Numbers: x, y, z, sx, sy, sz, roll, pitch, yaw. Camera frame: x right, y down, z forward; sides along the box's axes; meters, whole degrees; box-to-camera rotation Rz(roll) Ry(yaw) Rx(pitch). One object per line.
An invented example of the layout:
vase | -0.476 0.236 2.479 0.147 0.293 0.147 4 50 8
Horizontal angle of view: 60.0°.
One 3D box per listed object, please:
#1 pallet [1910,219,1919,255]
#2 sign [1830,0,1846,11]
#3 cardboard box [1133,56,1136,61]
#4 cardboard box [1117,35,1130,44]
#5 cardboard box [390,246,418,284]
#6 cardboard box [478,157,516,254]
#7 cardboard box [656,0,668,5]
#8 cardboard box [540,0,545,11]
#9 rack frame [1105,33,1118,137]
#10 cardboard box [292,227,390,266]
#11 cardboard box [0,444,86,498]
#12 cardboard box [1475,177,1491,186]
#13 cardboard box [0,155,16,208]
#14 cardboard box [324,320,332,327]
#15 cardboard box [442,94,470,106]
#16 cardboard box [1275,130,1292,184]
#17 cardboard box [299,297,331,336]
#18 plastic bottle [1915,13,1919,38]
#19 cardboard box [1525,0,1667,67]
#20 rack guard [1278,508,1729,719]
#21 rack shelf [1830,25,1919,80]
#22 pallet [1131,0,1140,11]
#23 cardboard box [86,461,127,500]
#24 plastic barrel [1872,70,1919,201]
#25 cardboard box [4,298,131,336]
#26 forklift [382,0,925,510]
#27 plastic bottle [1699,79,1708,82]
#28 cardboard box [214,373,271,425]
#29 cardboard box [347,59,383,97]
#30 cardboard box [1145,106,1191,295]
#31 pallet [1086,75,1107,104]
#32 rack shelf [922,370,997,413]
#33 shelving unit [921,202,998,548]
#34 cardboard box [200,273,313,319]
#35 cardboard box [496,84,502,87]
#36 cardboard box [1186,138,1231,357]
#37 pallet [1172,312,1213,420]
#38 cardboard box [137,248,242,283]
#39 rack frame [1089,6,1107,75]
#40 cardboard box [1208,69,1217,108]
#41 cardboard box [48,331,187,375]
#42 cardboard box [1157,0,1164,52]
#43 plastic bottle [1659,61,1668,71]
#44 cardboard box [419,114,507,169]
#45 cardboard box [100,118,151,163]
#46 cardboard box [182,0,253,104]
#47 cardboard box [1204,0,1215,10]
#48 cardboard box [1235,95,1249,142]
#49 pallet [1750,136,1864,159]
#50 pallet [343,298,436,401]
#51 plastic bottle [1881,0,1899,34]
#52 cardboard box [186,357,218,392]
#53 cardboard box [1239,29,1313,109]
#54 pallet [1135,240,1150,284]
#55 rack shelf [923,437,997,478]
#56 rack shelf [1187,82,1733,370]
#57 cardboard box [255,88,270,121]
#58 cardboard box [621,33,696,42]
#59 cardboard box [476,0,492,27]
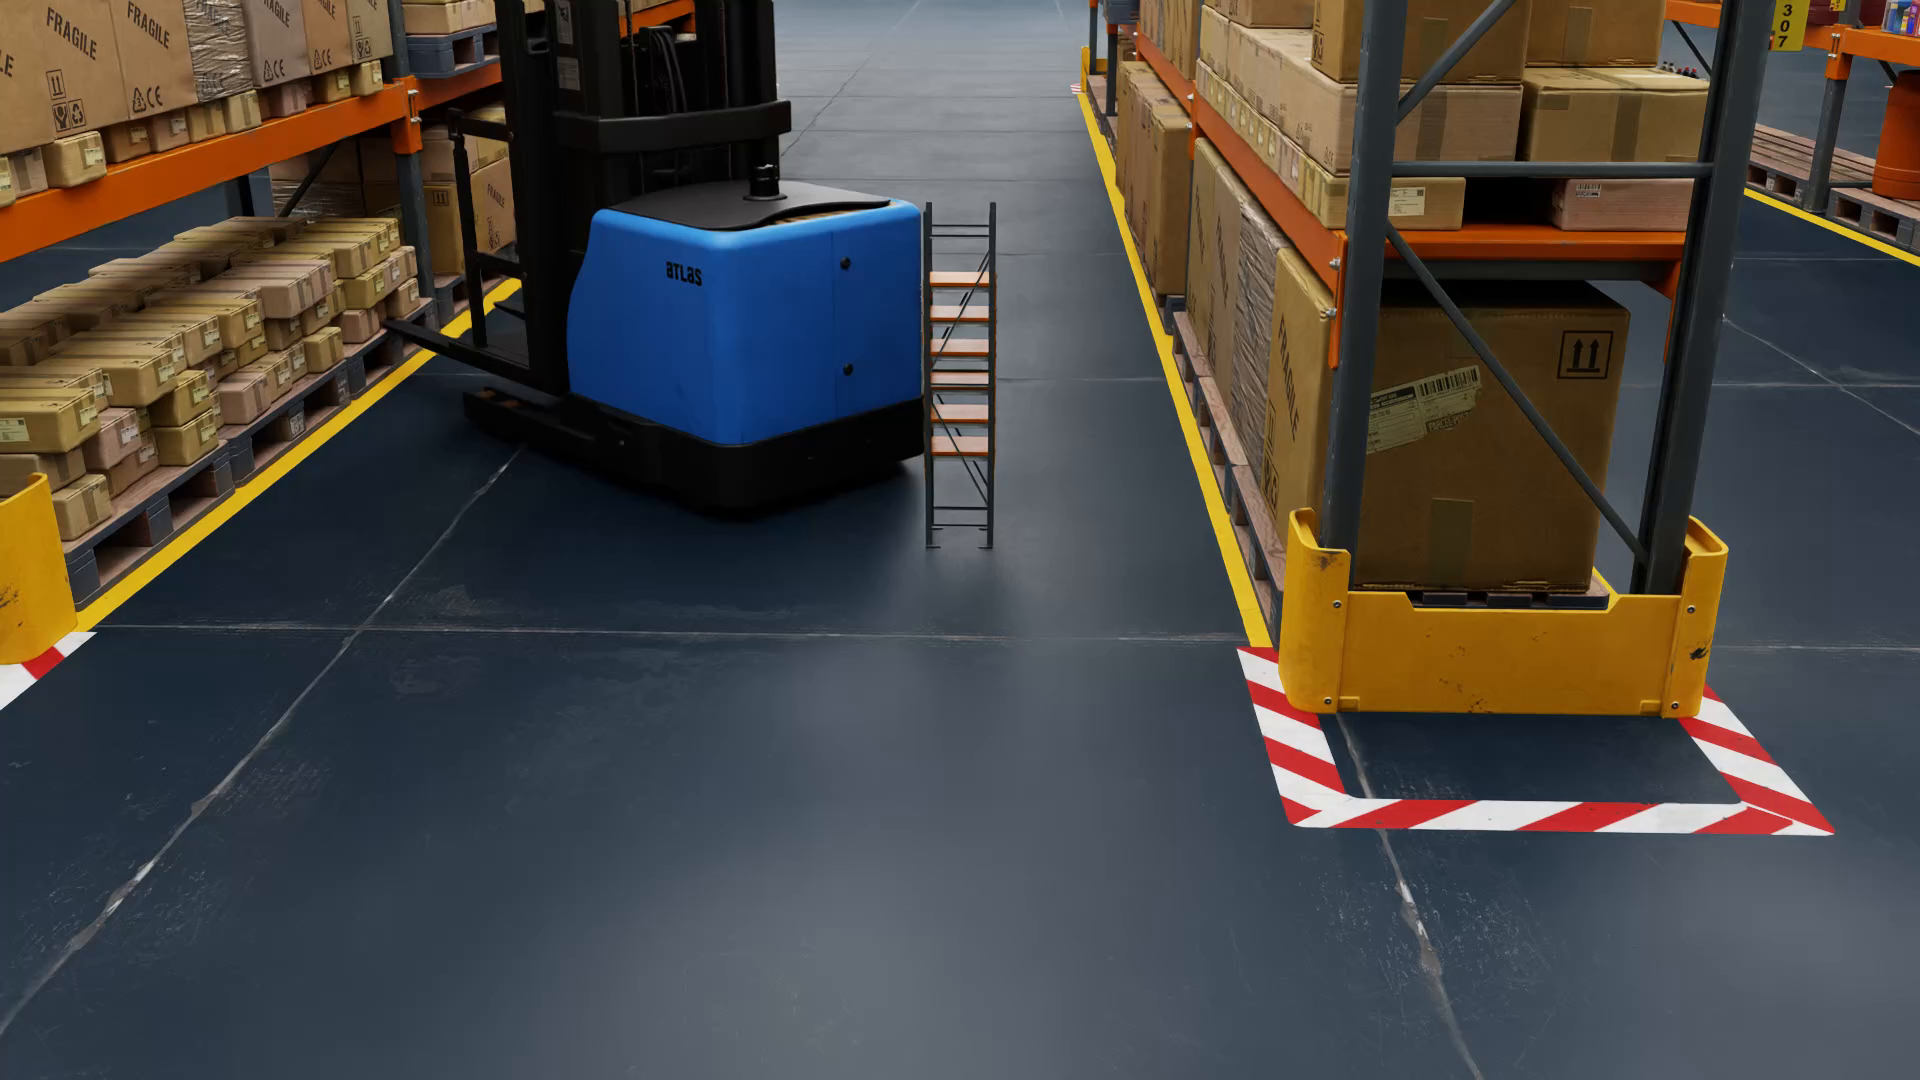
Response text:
pallet | 6.713 -1.781 10.326 1.003 0.211 1.213 1 21 2
sign | 6.185 -3.886 11.671 0.100 0.325 0.005 1 21 2
cardboard box | 1.958 -4.481 16.307 0.500 0.500 0.500 0 21 0
cardboard box | 2.008 -5.341 18.524 0.500 0.500 0.500 6 22 16
cardboard box | -2.983 -1.393 8.423 0.380 0.149 0.250 1 21 3
cardboard box | -2.990 -1.991 9.890 0.500 0.500 0.500 2 21 4
cardboard box | -2.828 -4.888 14.340 0.500 0.500 0.500 1 21 2
cardboard box | -2.770 -3.383 10.368 0.380 0.149 0.250 1 21 3
rack frame | 1.906 -5.307 15.559 1.000 3.000 0.127 1 21 2
cardboard box | -3.010 -1.425 8.093 0.380 0.149 0.250 1 21 2
cardboard box | -3.141 -0.251 5.479 0.380 0.149 0.250 2 21 4
cardboard box | 1.903 -1.255 5.465 0.380 0.149 0.250 0 21 1
cardboard box | -3.076 -1.056 4.950 0.380 0.149 0.250 0 21 1
cardboard box | -3.127 -0.943 7.674 0.380 0.149 0.250 0 21 0
cardboard box | -3.476 -2.723 10.738 0.500 0.250 0.500 1 21 2
cardboard box | 1.247 -1.259 5.474 0.380 0.149 0.250 1 21 3
cardboard box | -3.064 -1.016 7.451 0.380 0.149 0.250 1 21 3
plastic bottle | 6.385 -3.428 10.889 0.152 0.276 0.135 1 21 2
cardboard box | 1.841 -1.738 5.120 0.500 0.500 0.500 0 21 0
rack guard | 1.541 0.206 4.807 1.175 0.500 0.348 1 21 2
rack shelf | 6.674 -2.748 9.958 1.077 0.370 4.000 1 21 2
pallet | 1.804 -4.487 13.712 1.003 0.211 1.213 1 21 2
cardboard box | -3.151 -0.207 5.777 0.380 0.149 0.250 1 21 1
plastic barrel | 6.737 -2.813 11.552 0.600 0.830 0.708 1 21 2
cardboard box | -3.562 -0.867 6.656 0.380 0.149 0.250 0 21 0
forklift | -1.530 -1.921 6.929 1.130 2.935 3.031 -20 29 -41
plastic bottle | 7.287 -4.415 16.419 0.152 0.276 0.135 1 21 4
cardboard box | -3.026 -0.571 6.714 0.380 0.149 0.250 0 21 -1
cardboard box | -2.965 -2.188 7.869 0.380 0.149 0.250 0 21 0
cardboard box | 1.662 -1.851 9.010 1.225 0.875 0.875 1 21 2
pallet | 1.966 -5.132 18.964 1.003 0.211 1.213 1 21 2
rack shelf | 0.000 -0.523 5.841 0.258 0.103 0.180 1 21 2
shelving unit | 0.000 -0.565 5.825 0.258 1.200 0.189 1 21 2
cardboard box | -3.008 -1.046 7.115 0.380 0.149 0.250 0 21 0
cardboard box | -2.929 -3.082 11.663 0.500 0.250 0.500 0 21 0
cardboard box | 1.563 -1.382 7.800 0.875 0.875 0.875 1 21 2
pallet | 1.562 -0.840 7.903 1.003 0.211 1.213 1 21 2
cardboard box | -3.520 -1.242 7.621 0.380 0.149 0.250 0 21 0
rack frame | 2.028 -6.753 19.287 1.000 3.000 0.127 1 21 2
cardboard box | 1.306 -2.004 7.393 0.380 0.149 0.250 1 21 3
cardboard box | -3.109 -0.670 6.148 0.380 0.149 0.250 0 21 -1
cardboard box | 1.455 -3.182 9.945 0.500 0.500 0.500 1 21 2
plastic bottle | 7.321 -4.799 17.304 0.144 0.351 0.185 2 21 4
cardboard box | -2.991 -2.342 9.757 0.500 0.250 0.500 1 21 3
cardboard box | -3.144 -1.438 5.935 0.380 0.149 0.250 0 21 1
cardboard box | -3.096 -1.959 6.381 0.500 0.500 0.500 0 21 0
cardboard box | 1.393 -2.662 7.503 0.500 0.500 0.500 1 21 2
cardboard box | 1.276 -1.630 6.431 0.380 0.149 0.250 0 21 0
pallet | 6.838 -3.226 14.051 1.003 0.211 1.213 1 21 2
pallet | -3.277 -0.962 8.217 1.003 0.211 1.213 1 21 2
plastic bottle | 6.399 -3.595 11.320 0.152 0.276 0.135 1 21 2
cardboard box | -3.128 -0.628 6.449 0.380 0.149 0.250 0 21 -1
cardboard box | 1.334 -1.771 6.242 0.500 0.250 0.500 1 21 2
pallet | 1.645 -1.836 10.470 1.003 0.211 1.213 1 21 2
rack shelf | 0.000 -0.299 5.928 0.258 0.103 0.180 1 21 2
rack shelf | 1.602 -1.356 6.371 1.077 0.370 4.000 1 21 2
cardboard box | -3.105 -1.809 6.892 0.380 0.149 0.250 0 21 1
cardboard box | -2.977 -4.319 15.544 1.050 0.750 0.750 1 21 1
cardboard box | -2.806 -2.912 9.154 0.380 0.149 0.250 1 21 2
